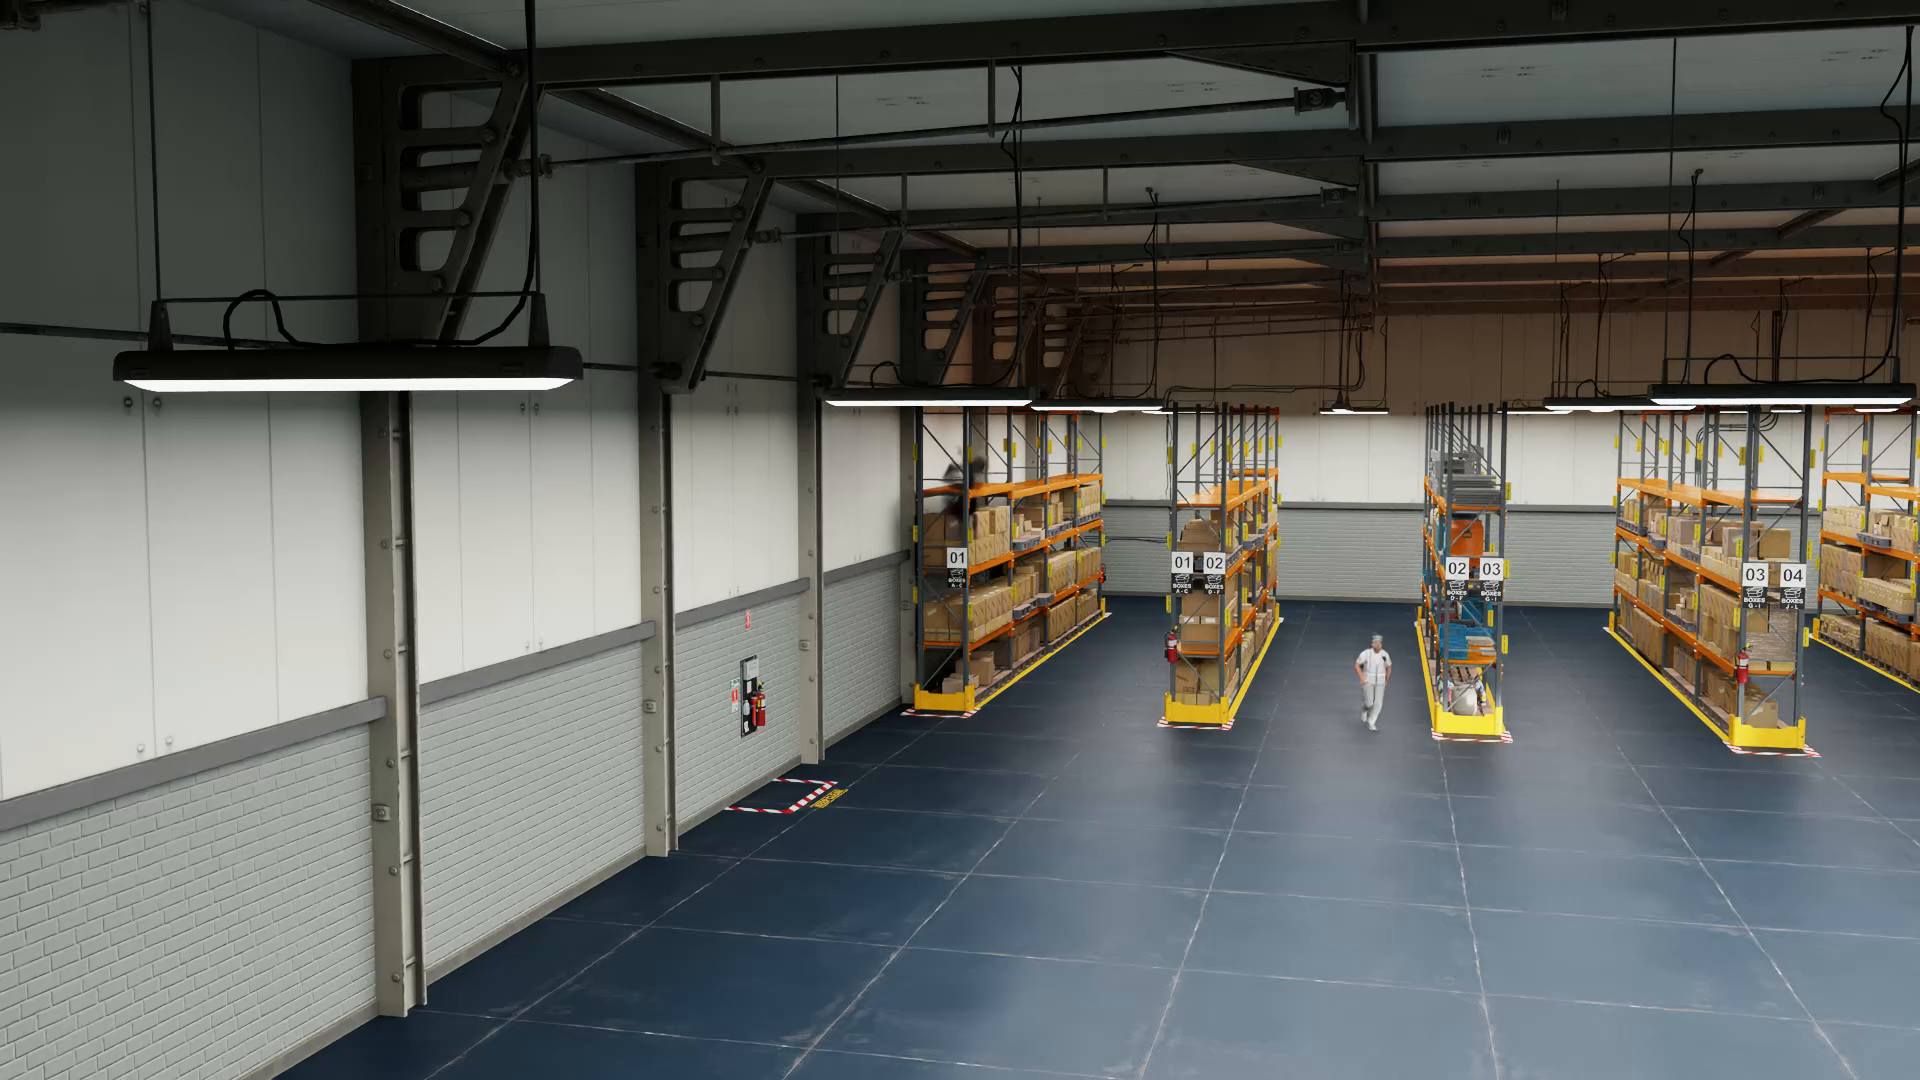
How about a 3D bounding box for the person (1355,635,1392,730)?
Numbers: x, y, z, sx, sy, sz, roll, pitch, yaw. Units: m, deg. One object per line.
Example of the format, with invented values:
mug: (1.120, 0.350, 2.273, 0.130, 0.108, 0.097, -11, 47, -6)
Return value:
person: (7.627, 2.601, 30.590, 0.676, 1.724, 0.631, 0, 4, -1)
